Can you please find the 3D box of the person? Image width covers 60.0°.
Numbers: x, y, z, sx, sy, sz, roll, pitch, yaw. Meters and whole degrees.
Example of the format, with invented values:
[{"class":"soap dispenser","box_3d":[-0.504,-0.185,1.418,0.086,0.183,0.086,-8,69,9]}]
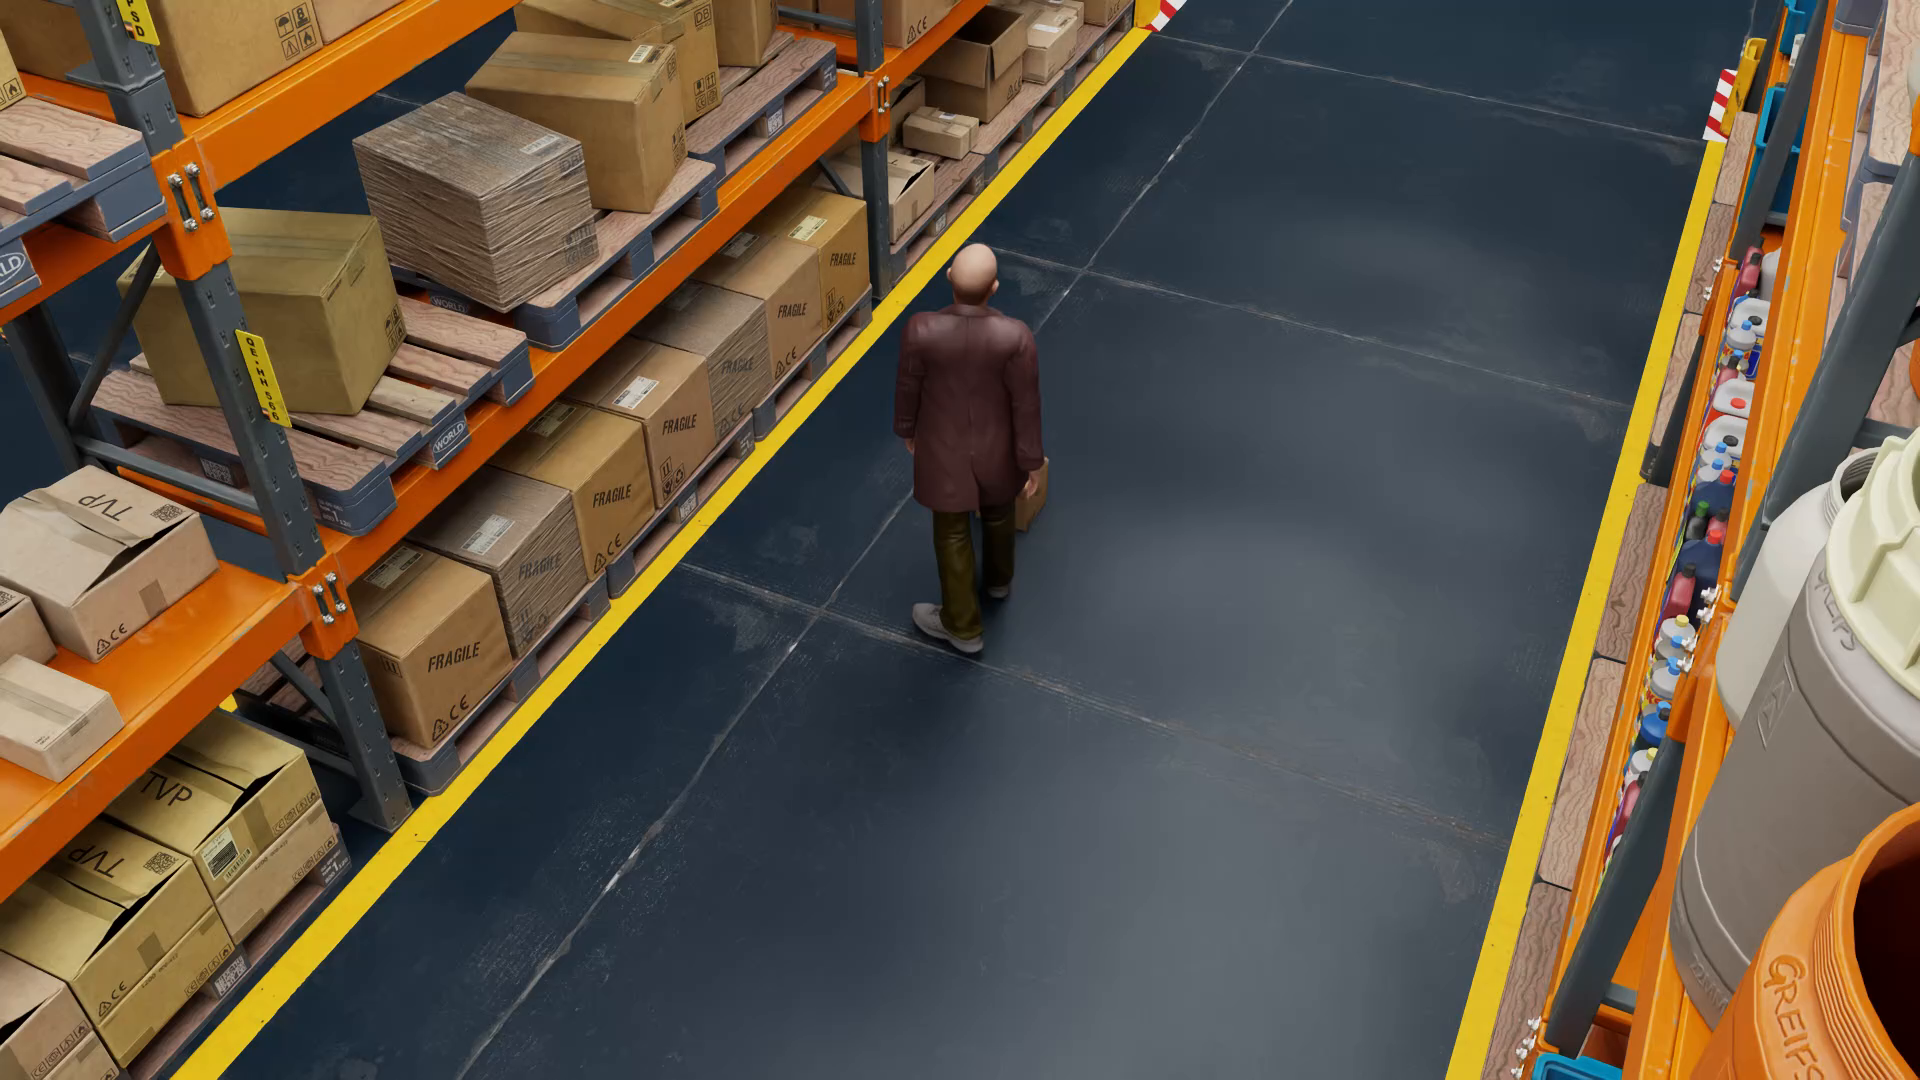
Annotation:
[{"class":"person","box_3d":[0.028,-0.406,6.617,0.590,1.770,0.736,-2,41,-2]}]
